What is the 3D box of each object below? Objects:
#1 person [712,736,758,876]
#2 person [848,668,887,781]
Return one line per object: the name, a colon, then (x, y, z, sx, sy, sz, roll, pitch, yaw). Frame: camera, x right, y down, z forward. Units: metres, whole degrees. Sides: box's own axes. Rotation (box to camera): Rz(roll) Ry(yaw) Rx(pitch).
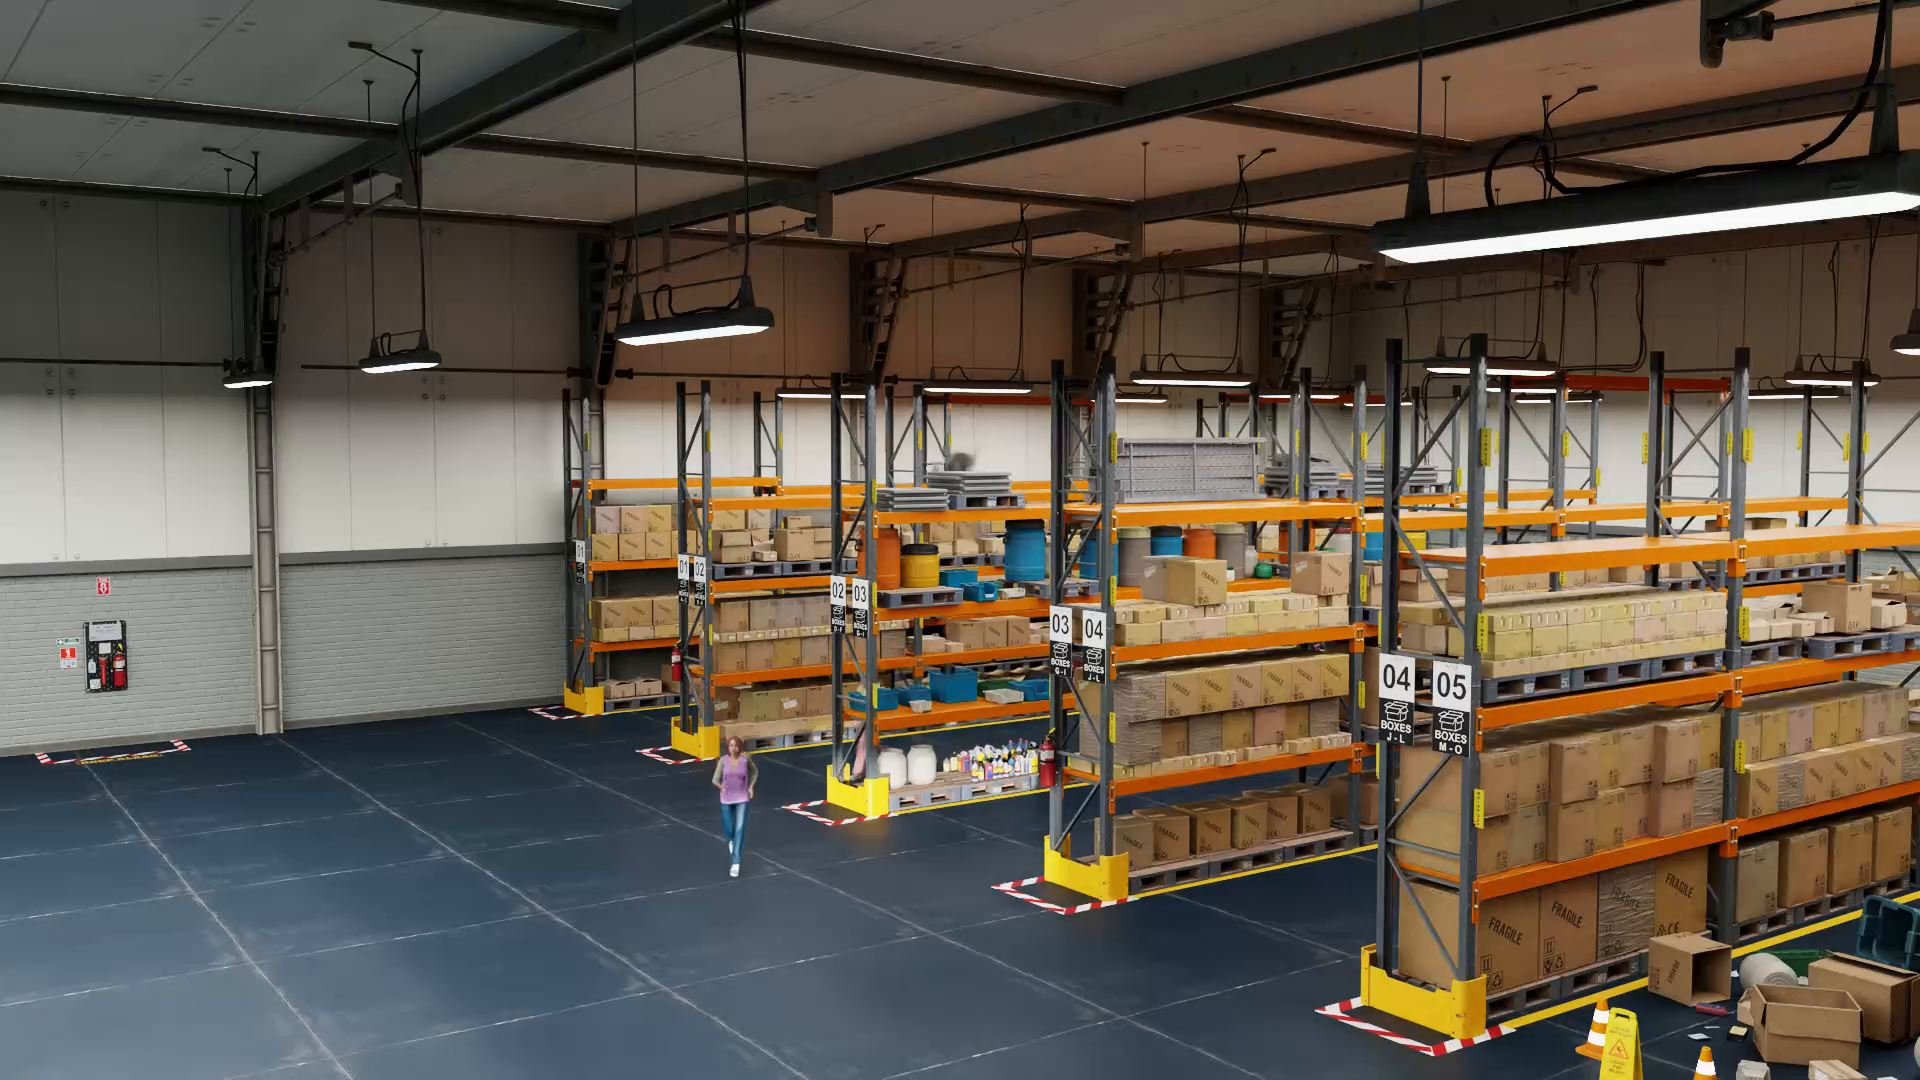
person: (-2.657, 3.099, 19.660, 0.537, 1.587, 0.860, 0, 4, -5)
person: (-1.379, 2.739, 24.941, 0.578, 1.657, 0.913, 3, 5, 43)
